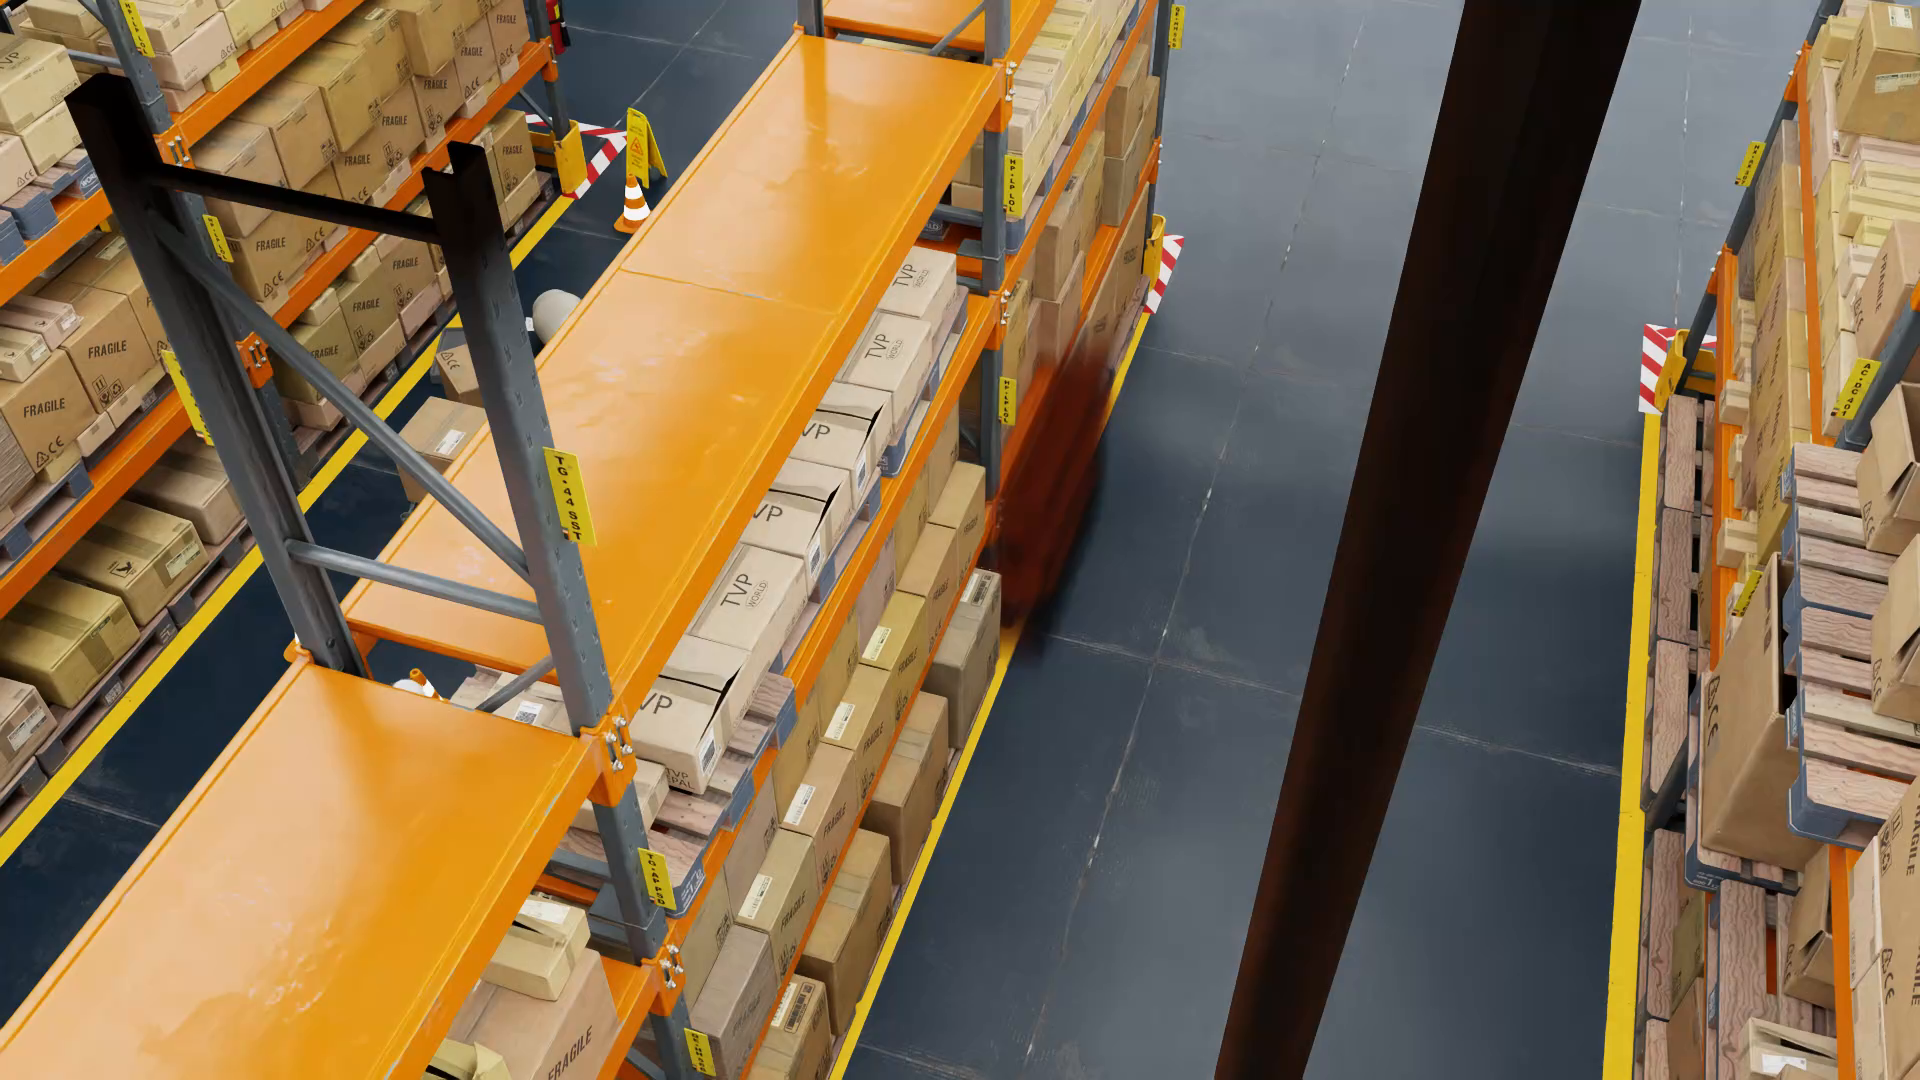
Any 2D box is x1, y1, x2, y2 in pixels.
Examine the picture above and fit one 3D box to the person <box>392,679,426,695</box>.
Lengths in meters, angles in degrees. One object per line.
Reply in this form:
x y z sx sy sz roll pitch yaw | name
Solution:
-2.656 1.223 8.721 0.634 1.768 0.636 -3 46 -3 | person
